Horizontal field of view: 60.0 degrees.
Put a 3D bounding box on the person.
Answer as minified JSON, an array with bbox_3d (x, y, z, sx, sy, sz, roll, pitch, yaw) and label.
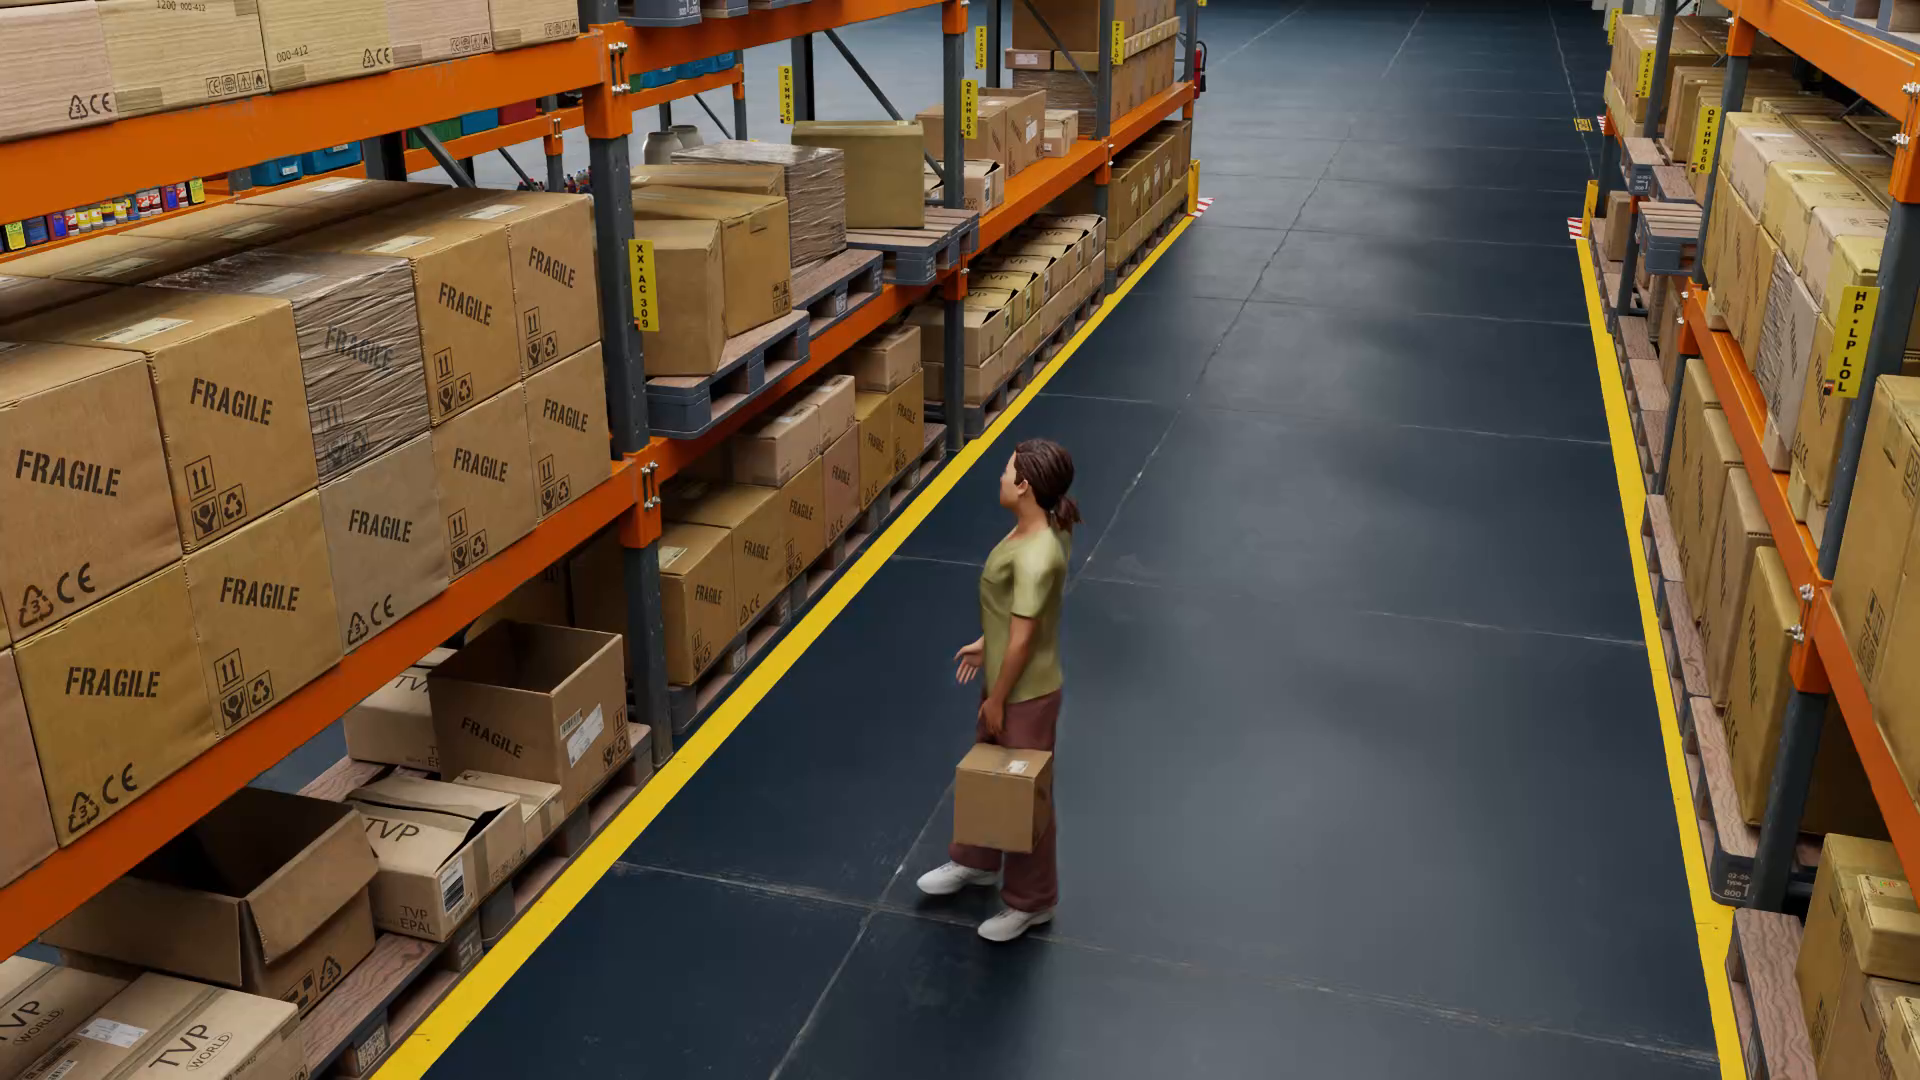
[{"bbox_3d":[0.121,0.484,5.357,0.540,1.674,0.463,0,22,0],"label":"person"}]
